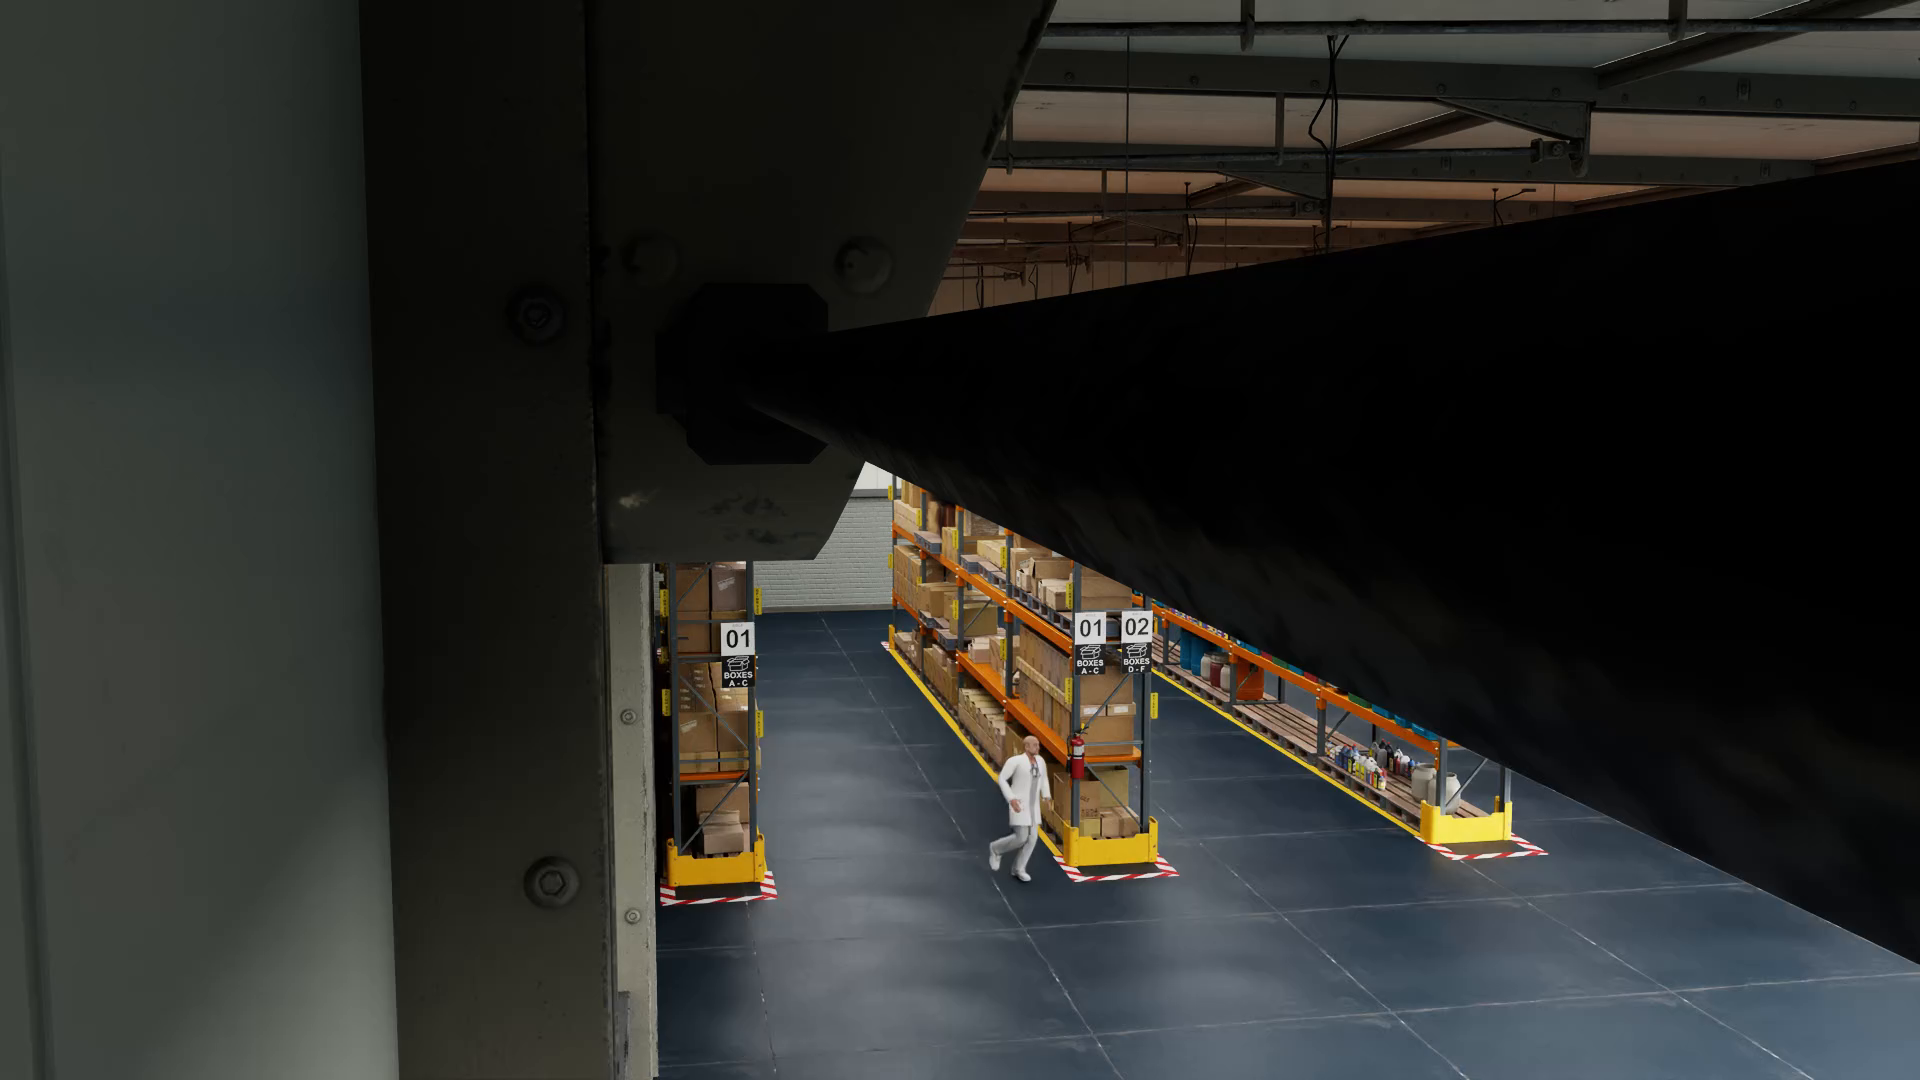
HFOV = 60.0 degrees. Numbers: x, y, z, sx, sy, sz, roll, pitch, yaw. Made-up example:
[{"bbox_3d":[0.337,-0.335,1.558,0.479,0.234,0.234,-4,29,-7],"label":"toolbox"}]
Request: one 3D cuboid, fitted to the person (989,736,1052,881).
[{"bbox_3d":[0.797,3.262,20.500,0.753,1.722,0.675,-5,8,-40],"label":"person"}]
